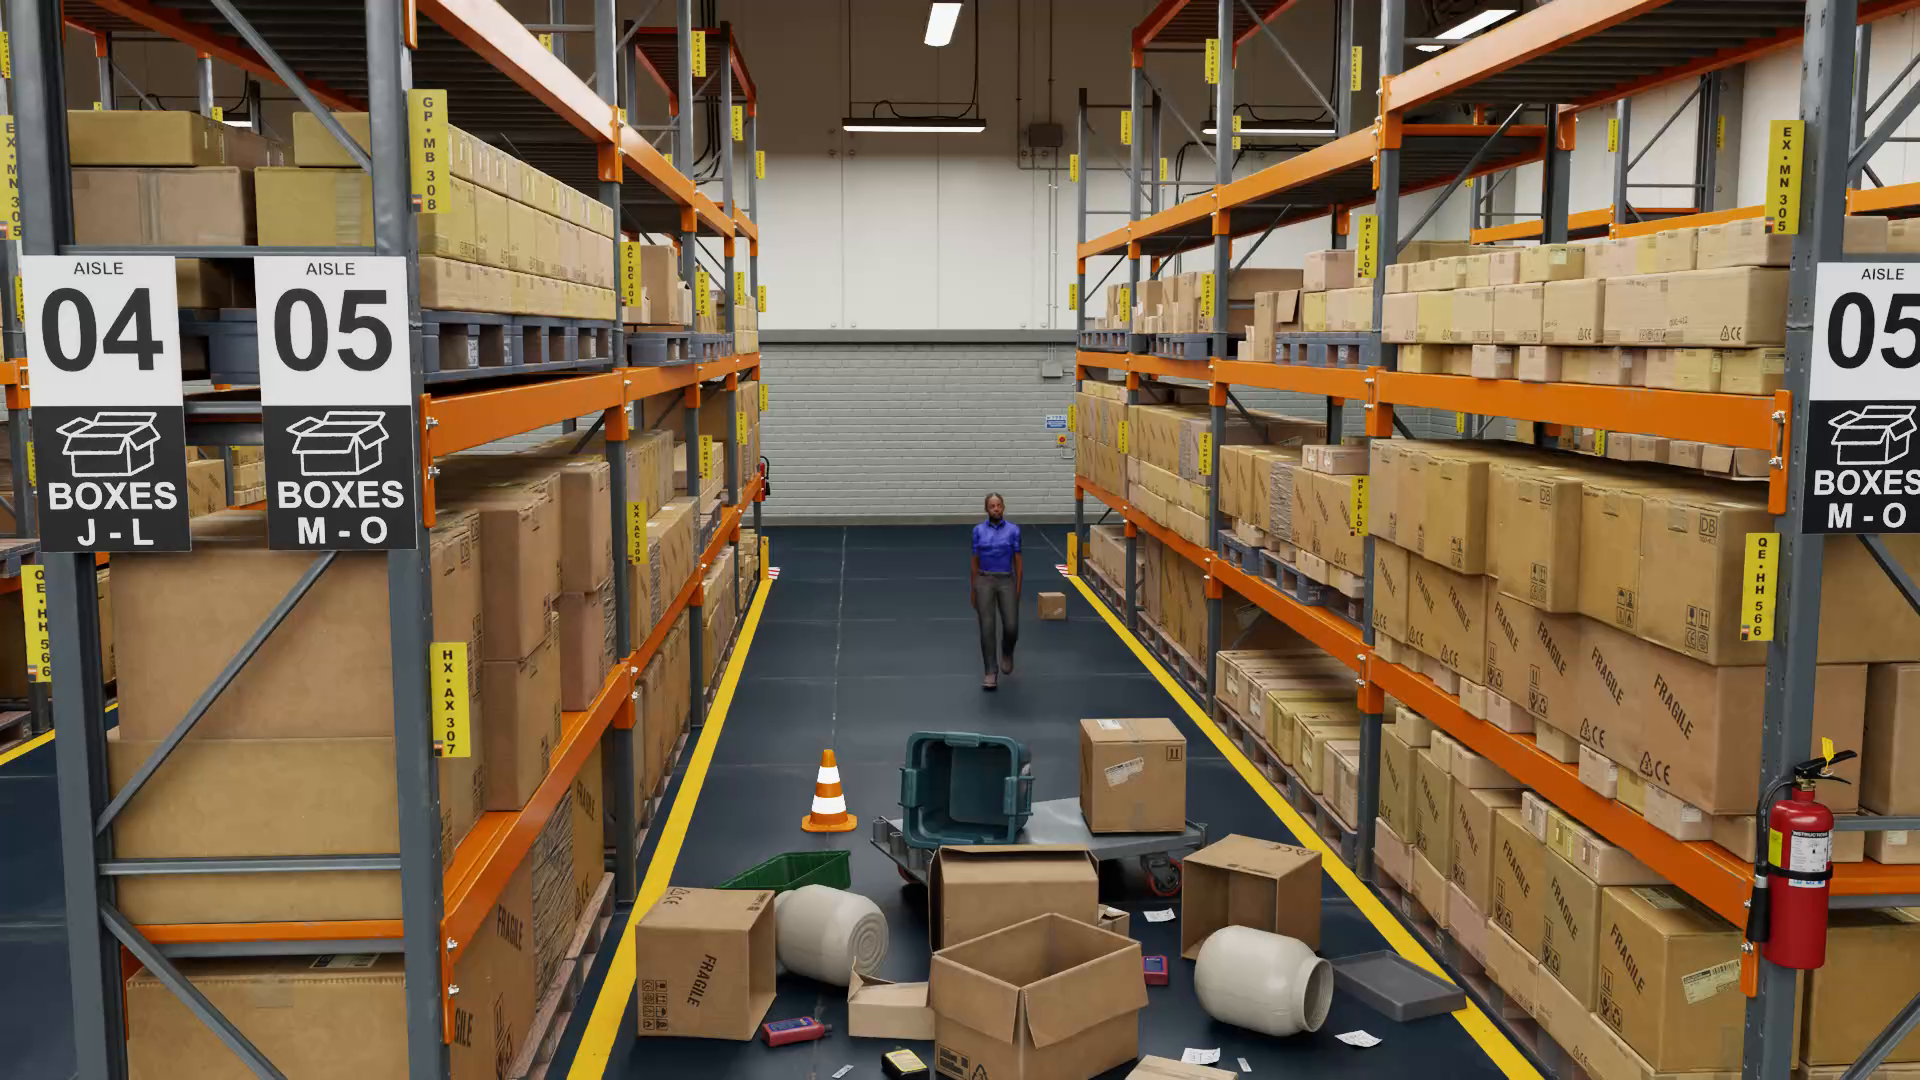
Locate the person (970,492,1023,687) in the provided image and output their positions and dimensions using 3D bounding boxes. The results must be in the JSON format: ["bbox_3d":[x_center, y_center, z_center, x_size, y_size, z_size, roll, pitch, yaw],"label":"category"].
[{"bbox_3d":[0.313,0.409,14.268,0.446,1.642,0.566,0,7,3],"label":"person"}]
